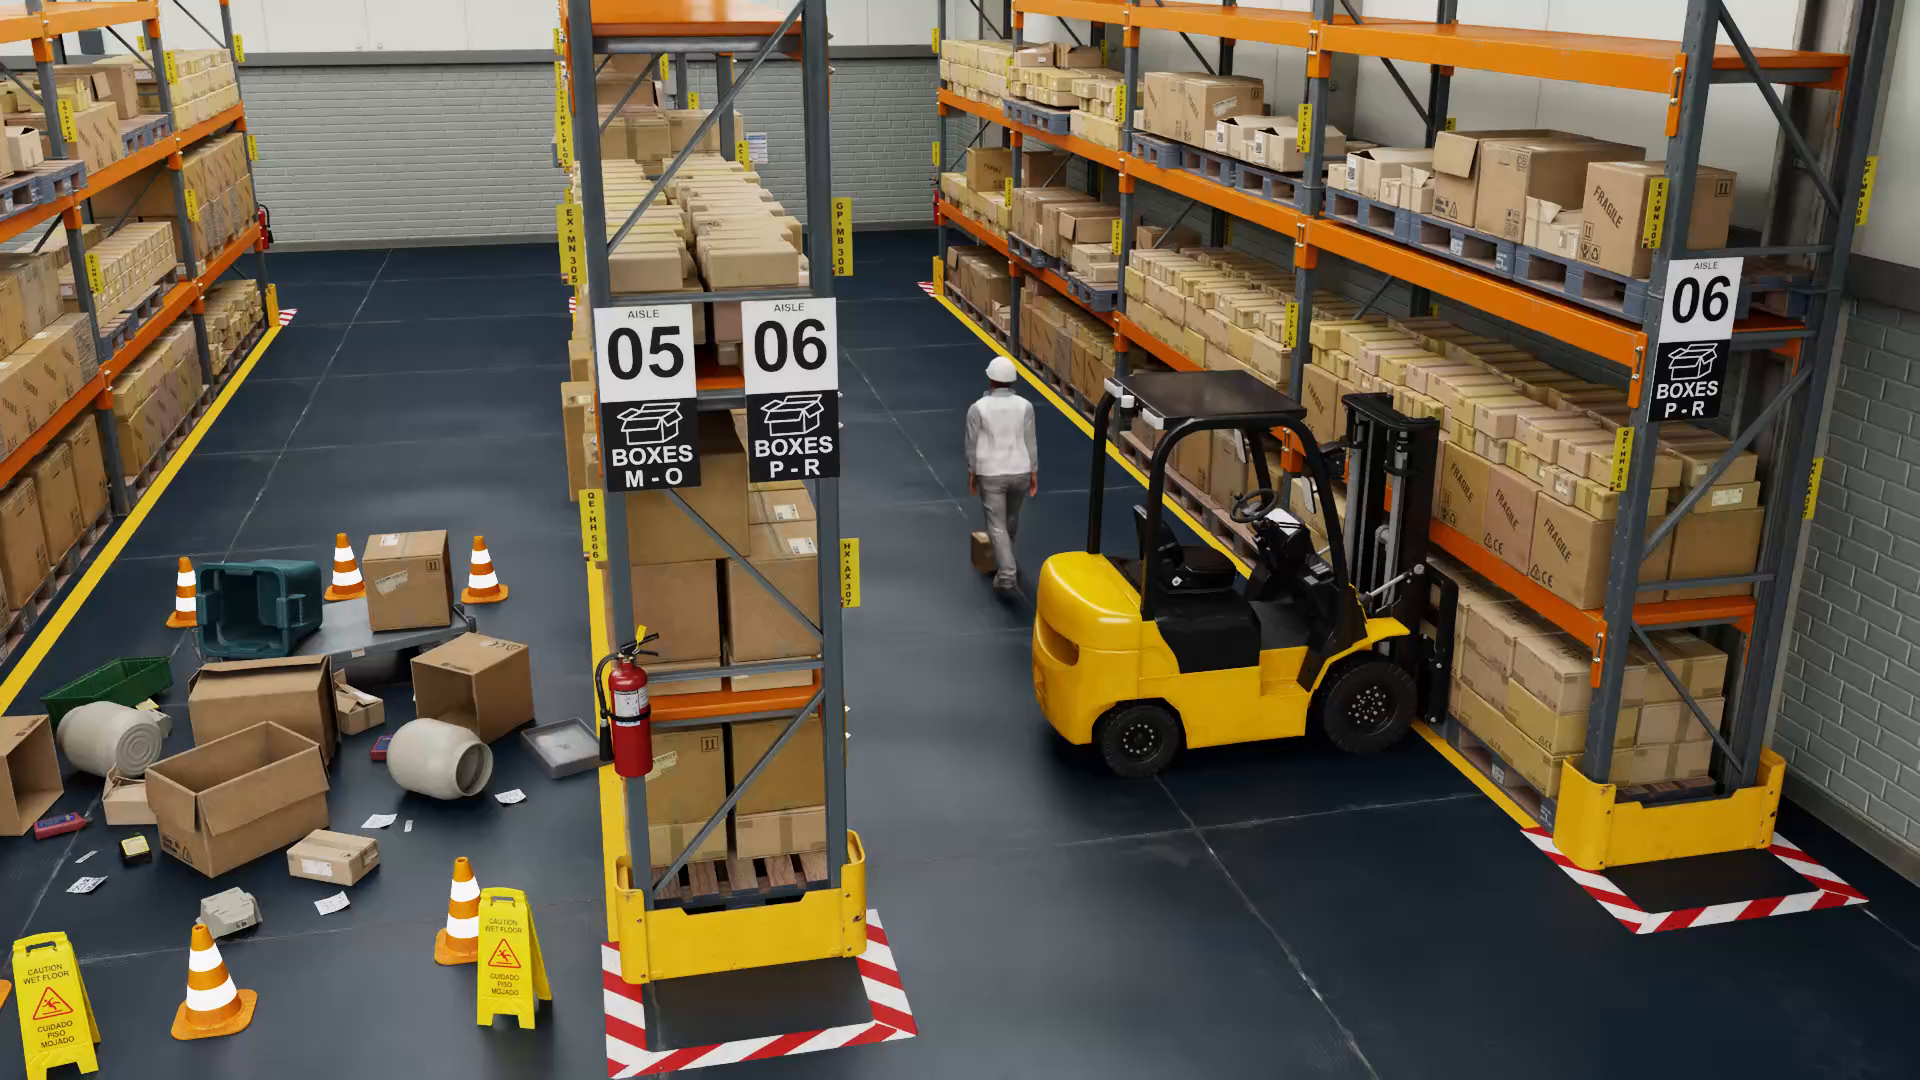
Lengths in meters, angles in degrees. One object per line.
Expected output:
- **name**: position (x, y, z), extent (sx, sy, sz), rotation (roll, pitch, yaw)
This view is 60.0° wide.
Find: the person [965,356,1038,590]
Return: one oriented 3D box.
- **person**: position (0.307, -0.520, 12.576), extent (0.542, 1.717, 1.116), rotation (-5, 20, -14)
